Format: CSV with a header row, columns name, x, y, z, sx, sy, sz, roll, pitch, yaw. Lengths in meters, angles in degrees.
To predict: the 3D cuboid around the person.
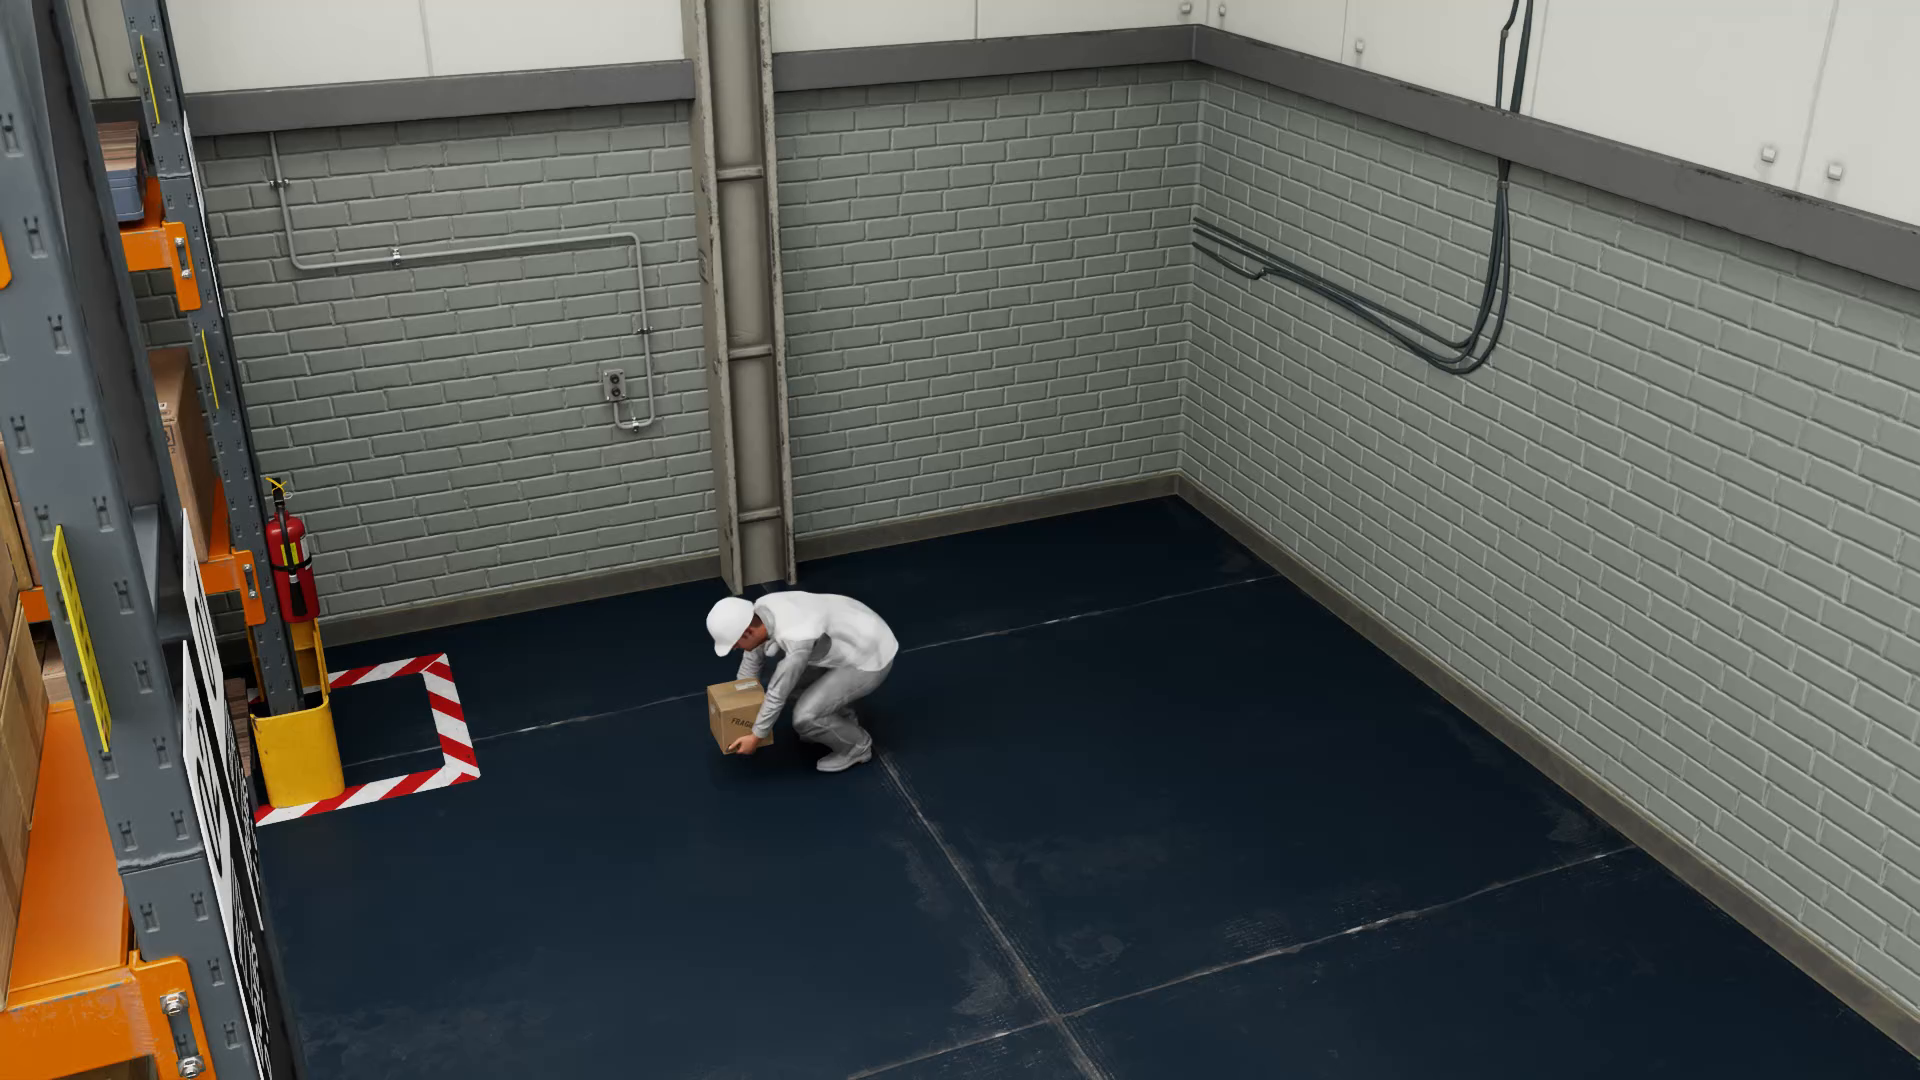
name,x,y,z,sx,sy,sz,roll,pitch,yaw
person,-0.788,0.655,8.132,0.986,0.986,0.519,-12,28,-23
